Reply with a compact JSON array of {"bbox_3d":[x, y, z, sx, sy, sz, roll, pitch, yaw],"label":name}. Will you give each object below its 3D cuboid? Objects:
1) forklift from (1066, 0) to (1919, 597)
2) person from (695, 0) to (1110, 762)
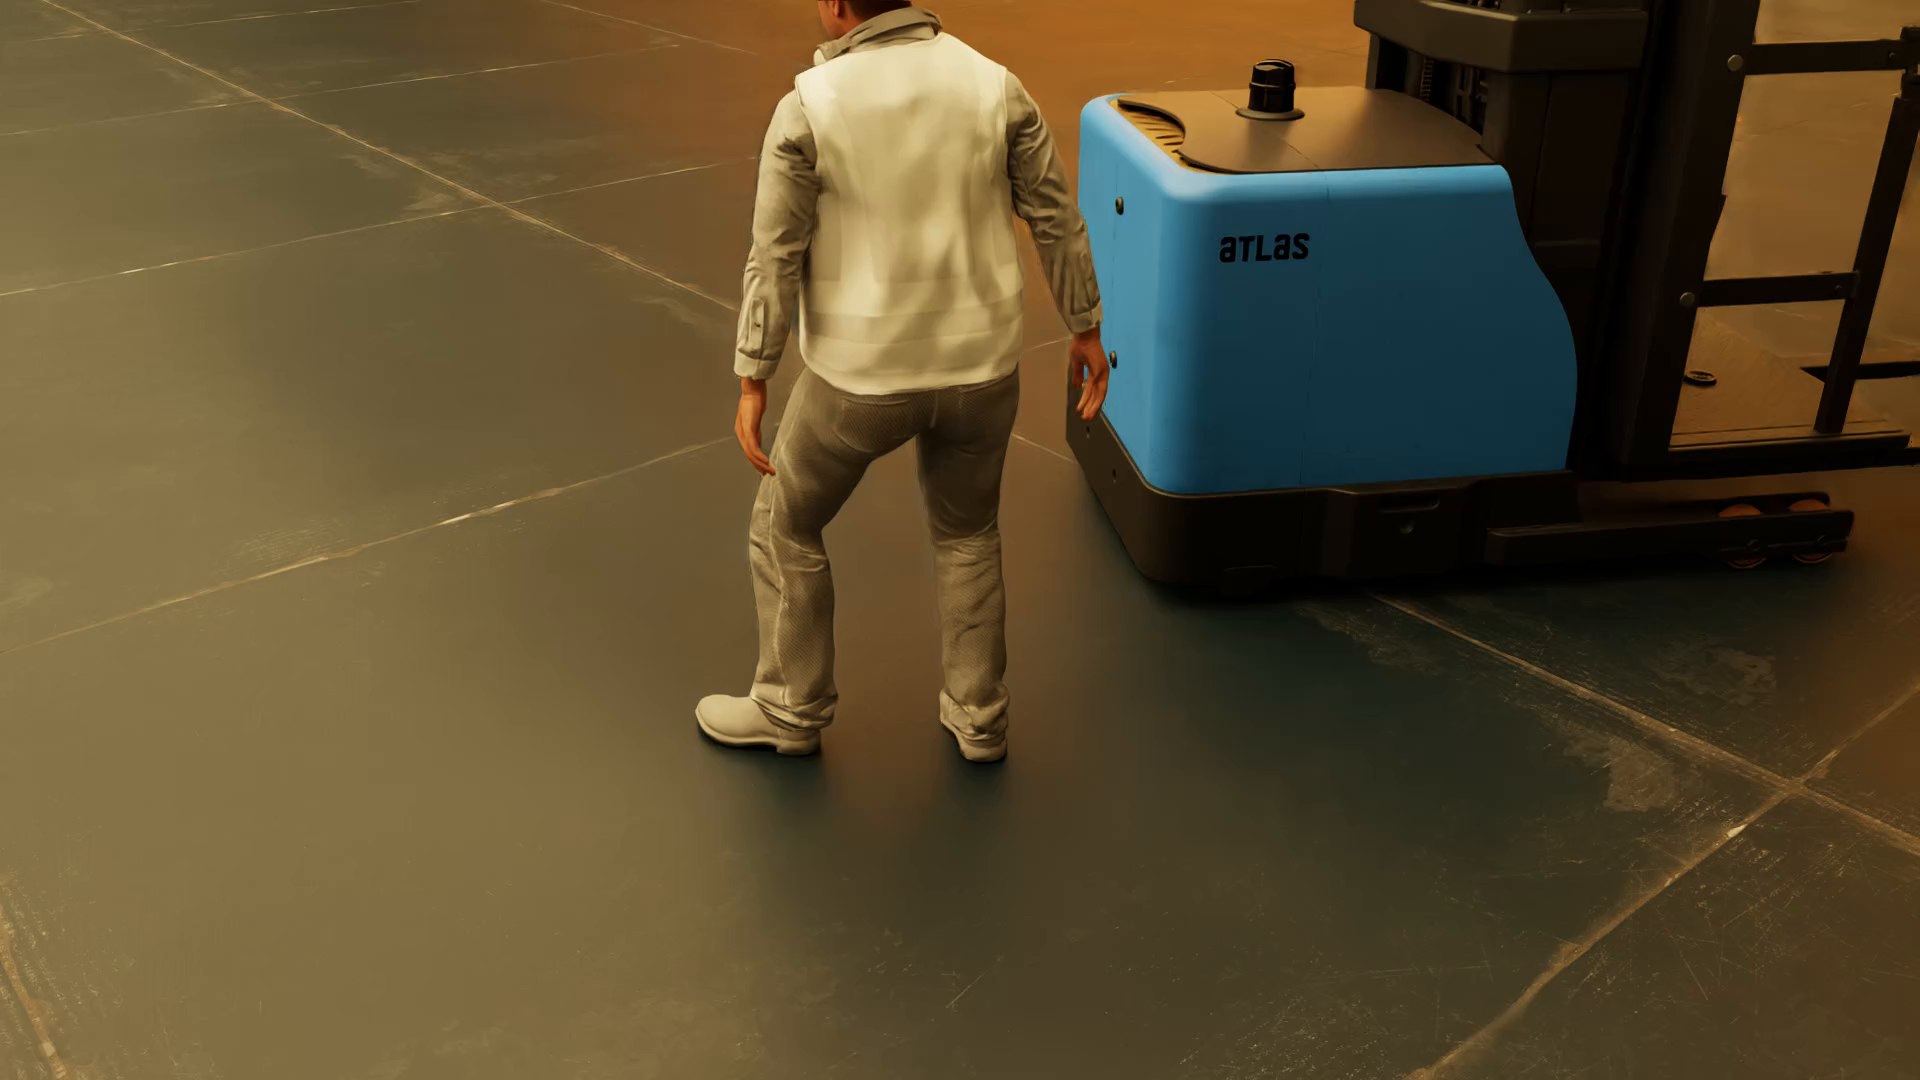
[{"bbox_3d":[1.878,-1.466,4.158,3.031,2.935,1.130,-4,27,-8],"label":"forklift"},{"bbox_3d":[-0.139,-0.366,3.302,0.856,1.745,0.464,-8,27,-15],"label":"person"}]
